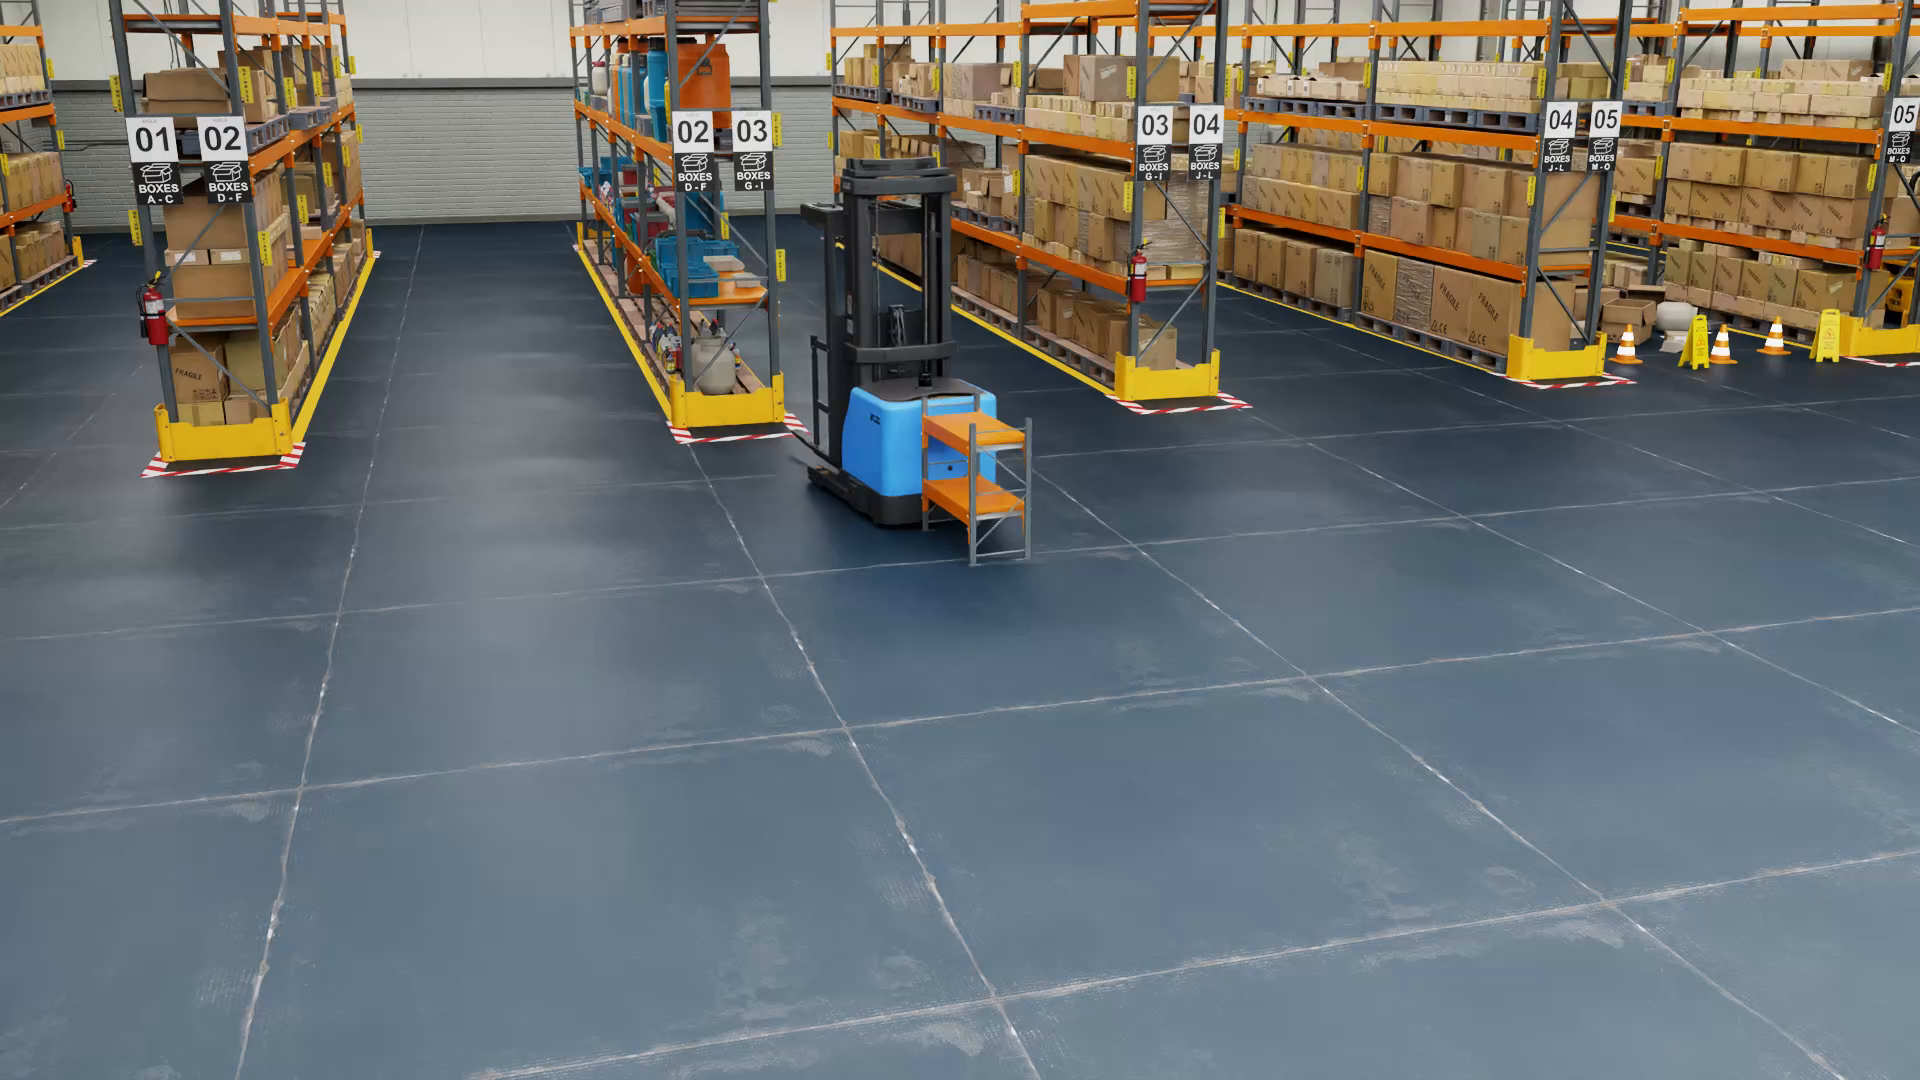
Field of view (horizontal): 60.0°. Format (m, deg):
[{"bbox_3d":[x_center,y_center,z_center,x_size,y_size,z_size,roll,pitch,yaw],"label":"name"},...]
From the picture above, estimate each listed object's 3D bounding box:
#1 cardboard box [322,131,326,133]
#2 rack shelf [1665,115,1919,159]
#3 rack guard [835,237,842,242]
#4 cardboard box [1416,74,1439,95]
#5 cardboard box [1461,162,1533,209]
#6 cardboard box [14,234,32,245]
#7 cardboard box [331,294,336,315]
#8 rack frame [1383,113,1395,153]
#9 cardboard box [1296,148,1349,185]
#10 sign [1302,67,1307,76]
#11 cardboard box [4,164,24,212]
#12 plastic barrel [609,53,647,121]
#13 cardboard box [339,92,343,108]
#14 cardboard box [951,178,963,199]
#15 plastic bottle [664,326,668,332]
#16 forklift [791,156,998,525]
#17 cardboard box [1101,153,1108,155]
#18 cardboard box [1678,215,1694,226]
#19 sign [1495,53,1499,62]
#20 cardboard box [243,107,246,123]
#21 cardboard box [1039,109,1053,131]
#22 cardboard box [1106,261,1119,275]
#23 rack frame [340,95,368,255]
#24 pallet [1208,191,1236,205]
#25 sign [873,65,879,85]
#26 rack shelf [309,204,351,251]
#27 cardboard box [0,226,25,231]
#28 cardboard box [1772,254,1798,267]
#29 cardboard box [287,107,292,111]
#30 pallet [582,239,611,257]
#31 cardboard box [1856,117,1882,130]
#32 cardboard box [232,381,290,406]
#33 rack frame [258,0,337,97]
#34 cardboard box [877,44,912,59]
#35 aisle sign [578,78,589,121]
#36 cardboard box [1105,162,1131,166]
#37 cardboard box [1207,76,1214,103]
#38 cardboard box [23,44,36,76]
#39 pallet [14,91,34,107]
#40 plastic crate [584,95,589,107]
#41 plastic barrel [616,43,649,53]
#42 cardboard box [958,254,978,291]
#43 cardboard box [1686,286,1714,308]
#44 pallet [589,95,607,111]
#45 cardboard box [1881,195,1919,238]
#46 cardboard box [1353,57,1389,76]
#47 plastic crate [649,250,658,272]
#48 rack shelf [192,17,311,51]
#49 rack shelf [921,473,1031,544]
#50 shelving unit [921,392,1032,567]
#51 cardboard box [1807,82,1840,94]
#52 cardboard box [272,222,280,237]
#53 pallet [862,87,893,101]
[{"bbox_3d":[-11.685,-7.093,29.938,0.500,0.500,0.500,-4,17,-14],"label":"cardboard box"},{"bbox_3d":[11.349,-5.495,22.567,1.077,0.370,4.000,-5,17,-15],"label":"rack shelf"},{"bbox_3d":[-2.034,-6.301,33.560,1.175,0.500,0.348,-5,17,-15],"label":"rack guard"},{"bbox_3d":[6.212,-5.856,21.360,0.500,0.250,0.500,-5,17,-16],"label":"cardboard box"},{"bbox_3d":[6.839,-4.435,20.866,0.875,0.550,0.550,-5,17,-15],"label":"cardboard box"},{"bbox_3d":[-15.241,-4.849,26.869,0.380,0.149,0.250,-4,17,-13],"label":"cardboard box"},{"bbox_3d":[-8.975,-3.255,23.123,0.500,0.250,0.500,-4,17,-14],"label":"cardboard box"},{"bbox_3d":[8.601,-7.169,32.103,1.000,3.000,0.127,-5,17,-15],"label":"rack frame"},{"bbox_3d":[5.506,-5.622,25.042,0.700,0.500,0.500,-5,17,-16],"label":"cardboard box"},{"bbox_3d":[5.504,-7.407,26.645,0.100,0.325,0.005,-5,17,-15],"label":"sign"},{"bbox_3d":[-15.349,-5.505,26.045,0.980,0.700,0.700,-4,17,-14],"label":"cardboard box"},{"bbox_3d":[-4.574,-6.320,23.191,0.600,0.901,0.600,0,17,0],"label":"plastic barrel"},{"bbox_3d":[-10.483,-7.261,27.456,0.500,0.250,0.500,-5,17,-15],"label":"cardboard box"},{"bbox_3d":[-0.202,-5.444,26.186,0.500,0.500,0.500,-4,17,-14],"label":"cardboard box"},{"bbox_3d":[-3.608,-2.489,20.481,0.061,0.283,0.133,-5,17,-15],"label":"plastic bottle"},{"bbox_3d":[-0.737,-1.907,14.705,1.130,2.935,3.031,-7,18,-23],"label":"forklift"},{"bbox_3d":[3.067,-7.477,32.439,0.500,0.500,0.500,-5,17,-17],"label":"cardboard box"},{"bbox_3d":[10.697,-4.657,24.179,0.380,0.149,0.250,-4,17,-14],"label":"cardboard box"},{"bbox_3d":[11.751,-10.481,36.396,0.100,0.325,0.005,-5,17,-15],"label":"sign"},{"bbox_3d":[-7.310,-4.208,16.495,0.380,0.149,0.250,-5,17,-15],"label":"cardboard box"},{"bbox_3d":[1.298,-5.246,20.751,0.500,0.250,0.500,-5,17,-16],"label":"cardboard box"},{"bbox_3d":[1.907,-3.142,19.136,0.380,0.149,0.250,-5,17,-15],"label":"cardboard box"},{"bbox_3d":[-11.553,-6.710,30.575,1.000,3.000,0.127,-5,17,-15],"label":"rack frame"},{"bbox_3d":[4.670,-5.740,27.680,1.213,0.211,1.003,-5,17,-15],"label":"pallet"},{"bbox_3d":[-1.461,-8.063,28.830,0.100,0.325,0.005,-5,17,-15],"label":"sign"},{"bbox_3d":[-9.904,-4.705,25.153,1.077,0.370,4.000,-5,17,-15],"label":"rack shelf"},{"bbox_3d":[-15.974,-5.185,27.986,0.380,0.149,0.250,-4,17,-14],"label":"cardboard box"},{"bbox_3d":[11.196,-3.771,22.409,0.380,0.149,0.250,-4,17,-14],"label":"cardboard box"},{"bbox_3d":[-8.868,-5.639,21.327,0.500,0.250,0.500,-5,17,-16],"label":"cardboard box"},{"bbox_3d":[-6.600,-5.533,31.506,1.003,0.211,1.213,-5,17,-15],"label":"pallet"},{"bbox_3d":[11.531,-5.242,20.913,0.380,0.149,0.250,-5,17,-15],"label":"cardboard box"},{"bbox_3d":[-7.230,-1.472,17.188,0.500,0.250,0.500,-5,17,-15],"label":"cardboard box"},{"bbox_3d":[-10.454,-8.476,26.028,1.000,3.000,0.127,-5,17,-15],"label":"rack frame"},{"bbox_3d":[-1.180,-8.739,29.734,0.500,0.250,0.500,-6,18,-19],"label":"cardboard box"},{"bbox_3d":[-7.095,-8.342,31.489,0.394,0.787,0.004,-5,17,-15],"label":"aisle sign"},{"bbox_3d":[2.068,-4.324,20.203,0.500,0.500,0.500,-5,17,-15],"label":"cardboard box"},{"bbox_3d":[4.417,-7.403,27.494,0.500,0.500,0.500,-5,17,-15],"label":"cardboard box"},{"bbox_3d":[-15.724,-7.970,27.609,0.500,0.500,0.500,-4,17,-14],"label":"cardboard box"},{"bbox_3d":[-15.762,-7.168,27.043,1.003,0.211,1.213,-5,17,-15],"label":"pallet"},{"bbox_3d":[-6.097,-7.422,28.101,0.450,0.188,0.662,-5,17,-15],"label":"plastic crate"},{"bbox_3d":[-4.744,-6.888,24.478,0.600,0.830,0.708,-5,17,-15],"label":"plastic barrel"},{"bbox_3d":[0.375,-4.109,25.496,0.700,0.500,0.500,-6,18,-18],"label":"cardboard box"},{"bbox_3d":[10.859,-3.509,23.969,0.500,0.250,0.500,-4,17,-12],"label":"cardboard box"},{"bbox_3d":[-5.381,-7.131,27.091,1.213,0.211,1.003,-5,17,-15],"label":"pallet"},{"bbox_3d":[12.035,-4.193,21.505,0.500,0.500,0.500,-5,17,-16],"label":"cardboard box"},{"bbox_3d":[8.199,-9.274,32.816,0.797,0.503,0.637,-3,17,-11],"label":"cardboard box"},{"bbox_3d":[-3.390,-3.282,19.531,0.450,0.188,0.662,-5,17,-15],"label":"plastic crate"},{"bbox_3d":[-8.805,-6.281,20.664,1.077,0.370,4.000,-5,17,-15],"label":"rack shelf"},{"bbox_3d":[0.117,-0.264,13.224,0.538,0.278,1.000,-7,18,-21],"label":"rack shelf"},{"bbox_3d":[0.117,-0.498,13.154,0.538,1.125,1.048,-7,18,-21],"label":"shelving unit"},{"bbox_3d":[11.319,-5.904,21.729,0.380,0.149,0.250,-5,17,-15],"label":"cardboard box"},{"bbox_3d":[-7.697,-3.409,18.285,0.380,0.149,0.250,-5,17,-16],"label":"cardboard box"},{"bbox_3d":[-1.143,-8.006,29.832,1.003,0.211,1.213,-5,17,-15],"label":"pallet"}]
